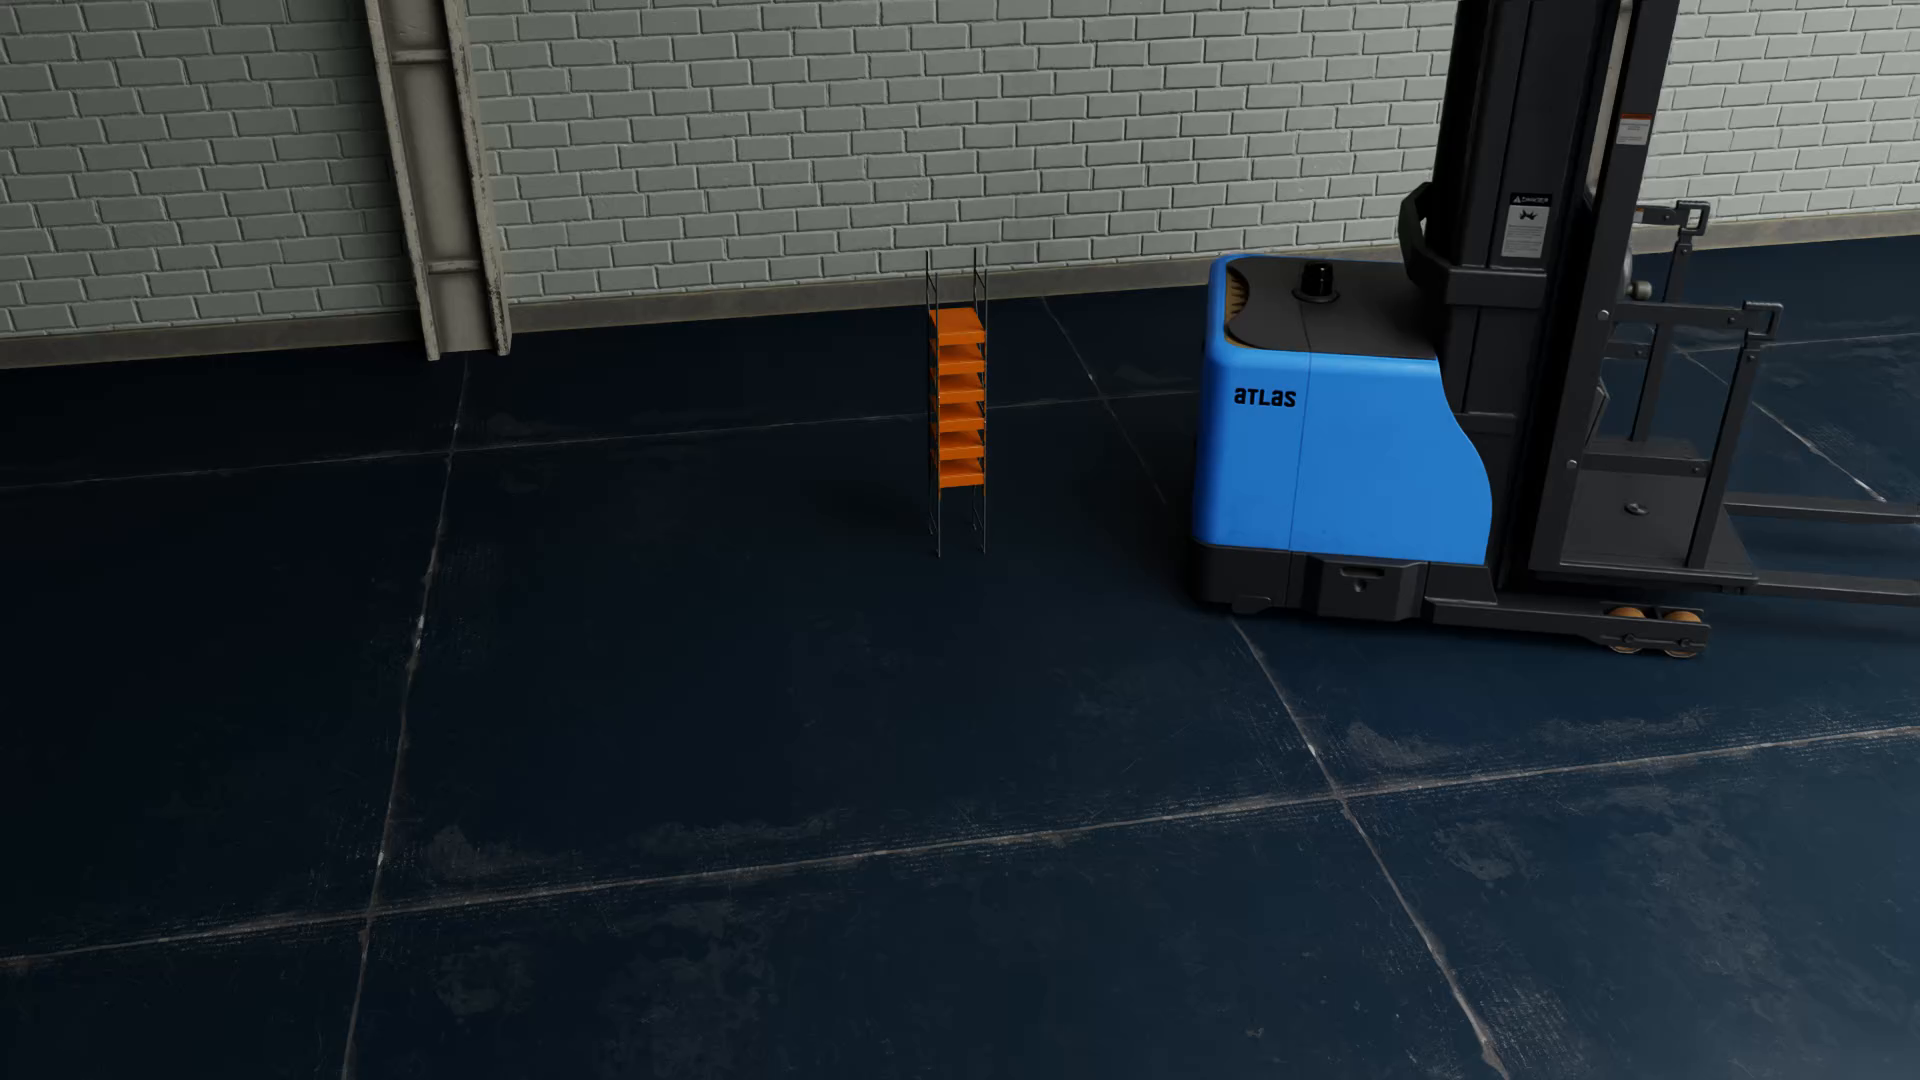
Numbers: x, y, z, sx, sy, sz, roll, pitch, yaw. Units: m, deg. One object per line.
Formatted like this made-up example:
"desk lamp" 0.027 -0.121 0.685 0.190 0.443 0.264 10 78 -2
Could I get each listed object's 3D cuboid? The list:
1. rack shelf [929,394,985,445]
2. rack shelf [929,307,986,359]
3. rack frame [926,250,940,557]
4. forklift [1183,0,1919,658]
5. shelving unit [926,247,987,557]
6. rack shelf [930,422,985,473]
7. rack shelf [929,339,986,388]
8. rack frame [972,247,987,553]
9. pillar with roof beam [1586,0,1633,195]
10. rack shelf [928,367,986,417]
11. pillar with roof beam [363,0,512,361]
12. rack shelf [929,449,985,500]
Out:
"rack shelf" -0.014 -0.478 6.466 0.180 0.103 0.258 -5 31 -9
"rack shelf" -0.014 -0.788 6.284 0.180 0.103 0.258 -5 31 -9
"rack frame" -0.104 -0.508 6.429 0.006 1.200 0.240 -5 31 -9
"forklift" 2.407 -1.126 5.774 3.031 2.935 1.130 4 31 7
"shelving unit" -0.014 -0.516 6.444 0.189 1.200 0.258 -5 31 -9
"rack shelf" -0.014 -0.374 6.527 0.180 0.103 0.258 -5 31 -9
"rack shelf" -0.014 -0.684 6.344 0.180 0.103 0.258 -5 31 -9
"rack frame" 0.076 -0.524 6.458 0.006 1.200 0.240 -5 31 -9
"pillar with roof beam" 4.195 -3.267 3.428 0.400 9.000 9.100 -5 31 -9
"rack shelf" -0.014 -0.581 6.405 0.180 0.103 0.258 -5 31 -9
"pillar with roof beam" -1.706 -2.719 2.497 0.400 9.000 9.100 -5 31 -9
"rack shelf" -0.014 -0.271 6.588 0.180 0.103 0.258 -5 31 -9
